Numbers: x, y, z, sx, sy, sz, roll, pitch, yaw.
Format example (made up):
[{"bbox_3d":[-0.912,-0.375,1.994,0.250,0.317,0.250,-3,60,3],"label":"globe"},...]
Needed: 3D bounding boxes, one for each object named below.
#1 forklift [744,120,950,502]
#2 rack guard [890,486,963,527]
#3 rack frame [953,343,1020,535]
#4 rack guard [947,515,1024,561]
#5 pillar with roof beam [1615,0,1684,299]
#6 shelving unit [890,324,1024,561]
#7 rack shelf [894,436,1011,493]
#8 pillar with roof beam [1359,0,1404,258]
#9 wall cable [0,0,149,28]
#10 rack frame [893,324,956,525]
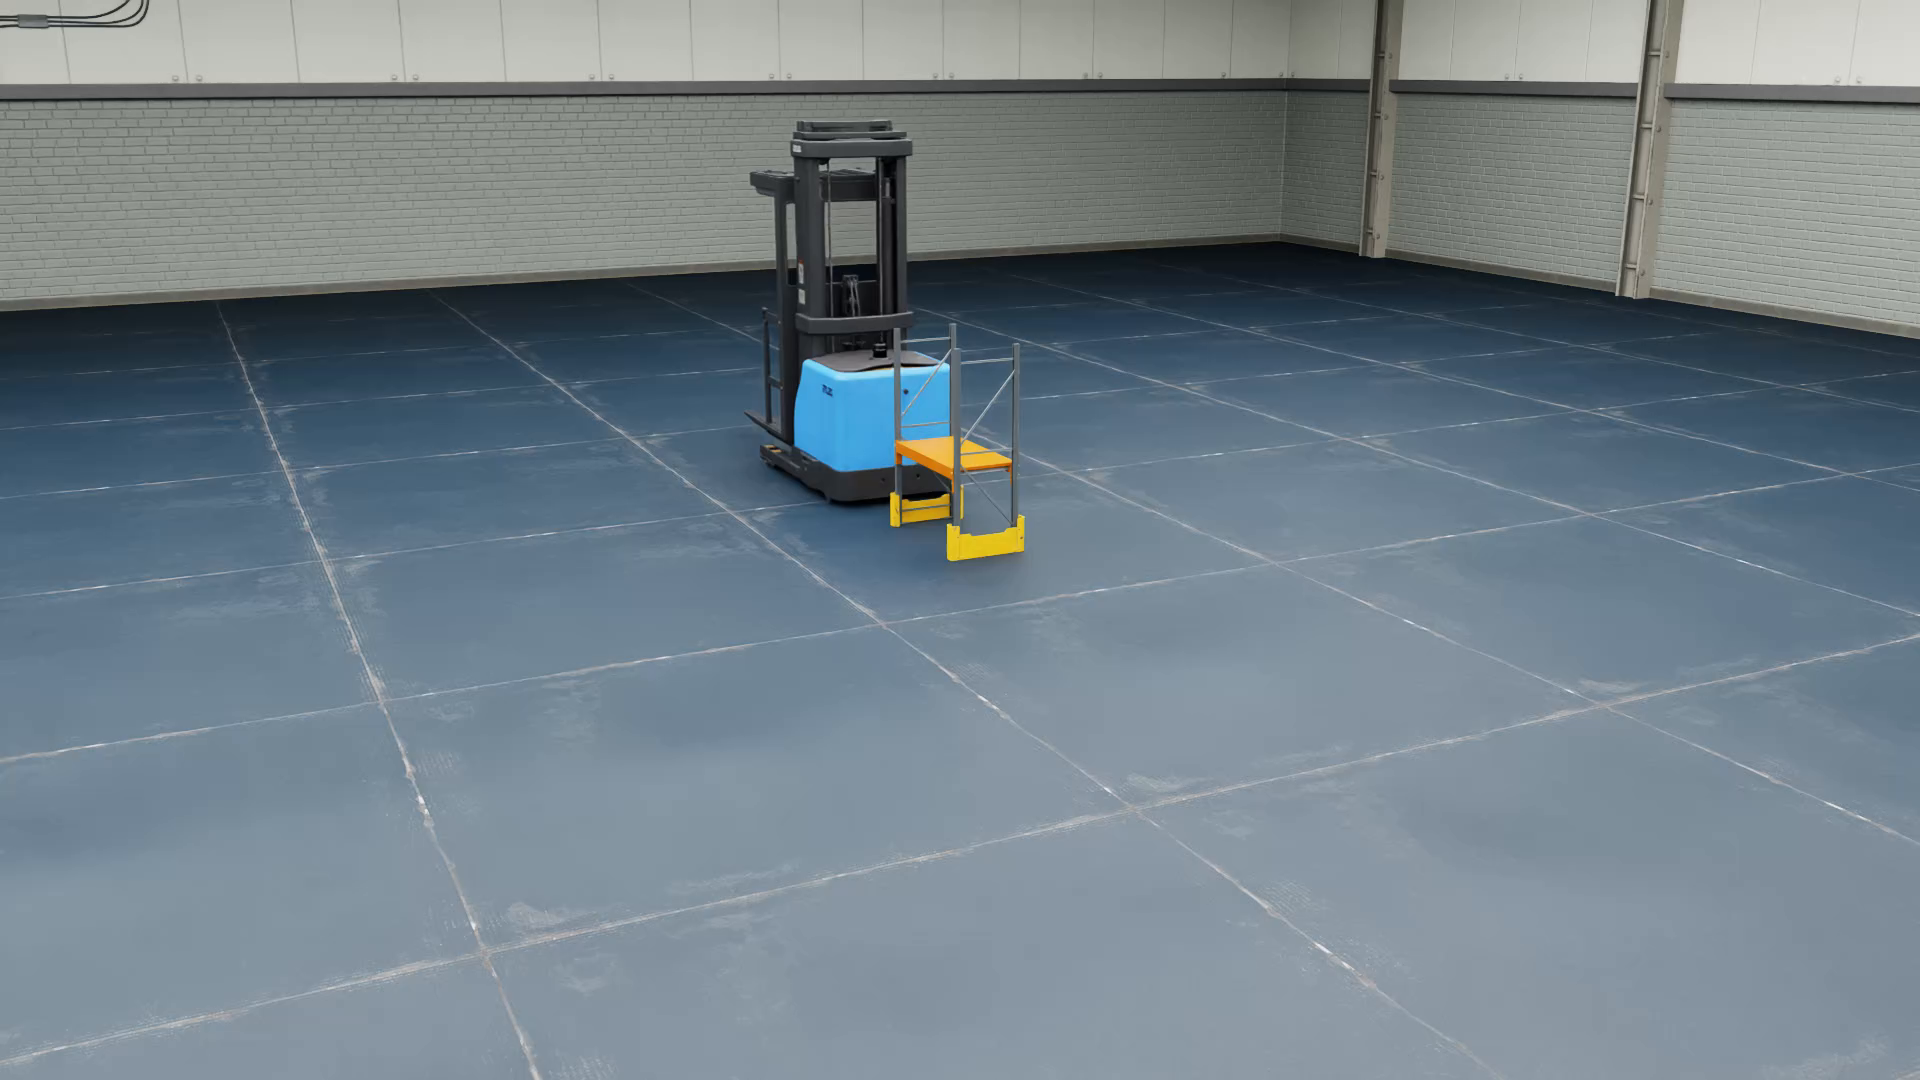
[{"bbox_3d":[-1.104,-2.073,14.159,1.130,2.935,3.031,-7,18,-24],"label":"forklift"},{"bbox_3d":[-0.252,-0.263,12.712,0.587,0.250,0.087,-8,18,-25],"label":"rack guard"},{"bbox_3d":[0.185,-0.616,11.678,0.500,1.500,0.032,-8,18,-25],"label":"rack frame"},{"bbox_3d":[0.185,-0.016,11.852,0.587,0.250,0.087,-8,18,-25],"label":"rack guard"},{"bbox_3d":[6.246,-7.466,21.952,9.100,9.000,0.400,-8,18,-25],"label":"pillar with roof beam"},{"bbox_3d":[-0.033,-0.740,12.110,0.587,1.500,1.083,-8,18,-25],"label":"shelving unit"},{"bbox_3d":[-0.037,-0.569,12.167,0.538,0.185,1.000,-8,18,-25],"label":"rack shelf"},{"bbox_3d":[3.618,-8.953,27.137,9.100,9.000,0.400,-8,18,-25],"label":"pillar with roof beam"},{"bbox_3d":[-12.390,-9.335,22.302,2.305,6.003,0.169,-8,18,-25],"label":"wall cable"},{"bbox_3d":[-0.260,-0.868,12.557,0.500,1.500,0.032,-8,18,-25],"label":"rack frame"}]
